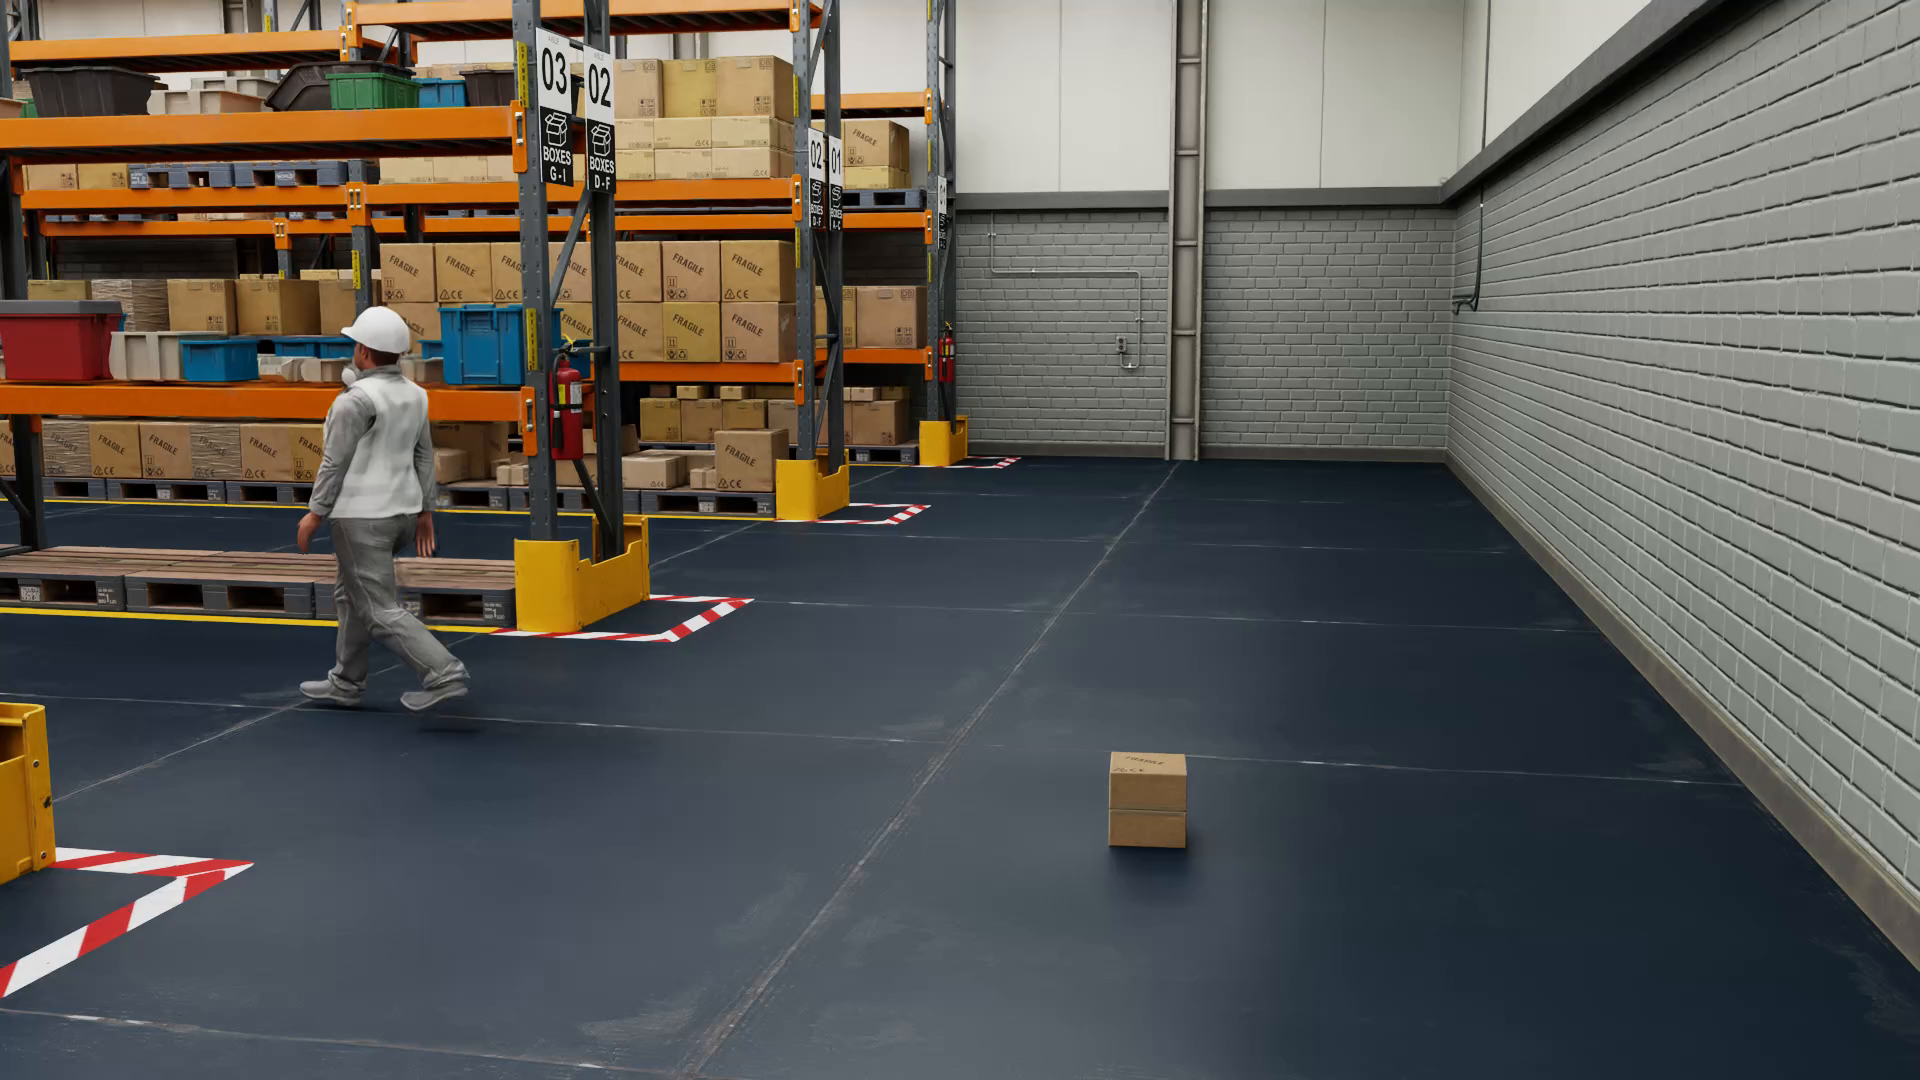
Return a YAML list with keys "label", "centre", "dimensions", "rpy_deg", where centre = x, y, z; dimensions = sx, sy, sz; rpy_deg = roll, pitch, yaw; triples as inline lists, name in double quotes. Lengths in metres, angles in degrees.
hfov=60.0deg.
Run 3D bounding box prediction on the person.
- label: "person"
  centre: [-2.489, -0.111, 7.032]
  dimensions: [0.970, 1.736, 0.536]
  rpy_deg: [2, 8, 16]
